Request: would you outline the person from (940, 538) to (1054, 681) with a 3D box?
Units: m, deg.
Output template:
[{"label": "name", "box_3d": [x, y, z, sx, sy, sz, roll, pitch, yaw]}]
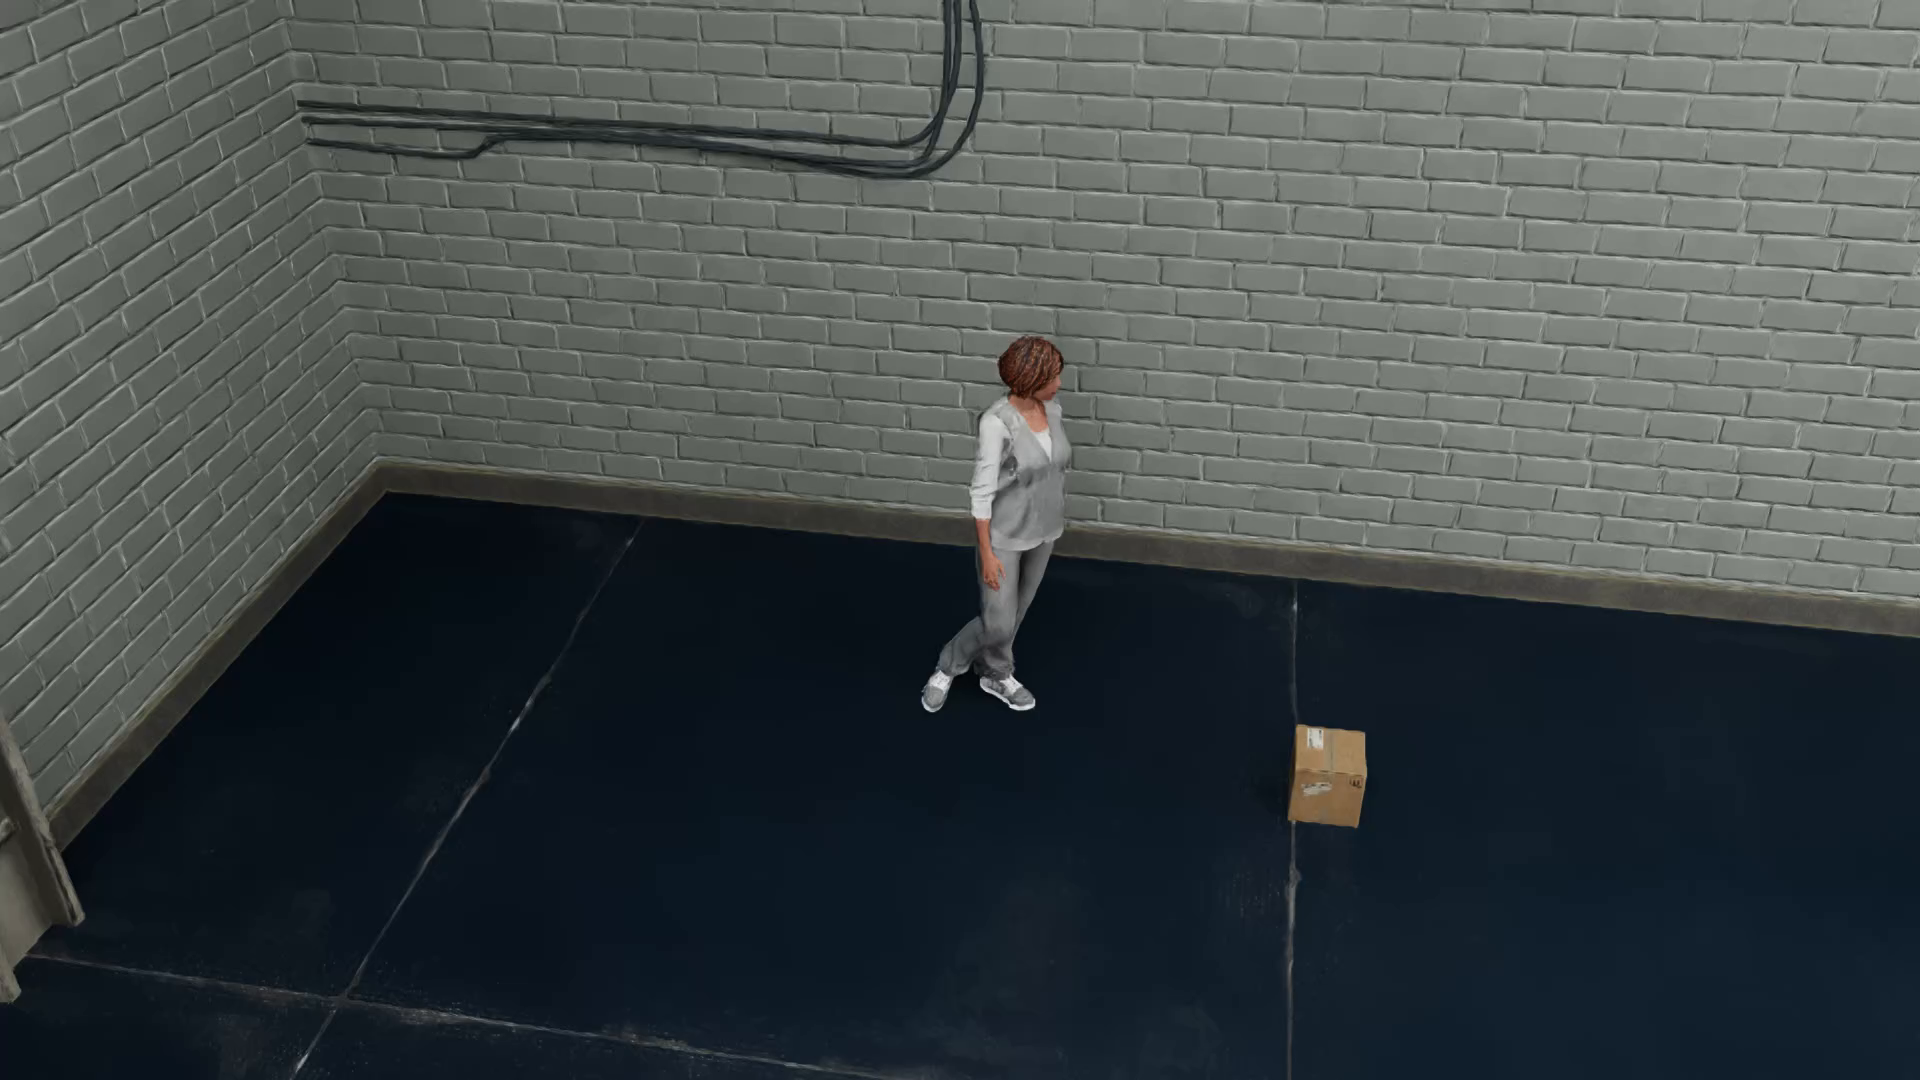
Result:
[{"label": "person", "box_3d": [0.154, 0.227, 6.328, 0.400, 0.843, 0.380, -27, 41, -35]}]
